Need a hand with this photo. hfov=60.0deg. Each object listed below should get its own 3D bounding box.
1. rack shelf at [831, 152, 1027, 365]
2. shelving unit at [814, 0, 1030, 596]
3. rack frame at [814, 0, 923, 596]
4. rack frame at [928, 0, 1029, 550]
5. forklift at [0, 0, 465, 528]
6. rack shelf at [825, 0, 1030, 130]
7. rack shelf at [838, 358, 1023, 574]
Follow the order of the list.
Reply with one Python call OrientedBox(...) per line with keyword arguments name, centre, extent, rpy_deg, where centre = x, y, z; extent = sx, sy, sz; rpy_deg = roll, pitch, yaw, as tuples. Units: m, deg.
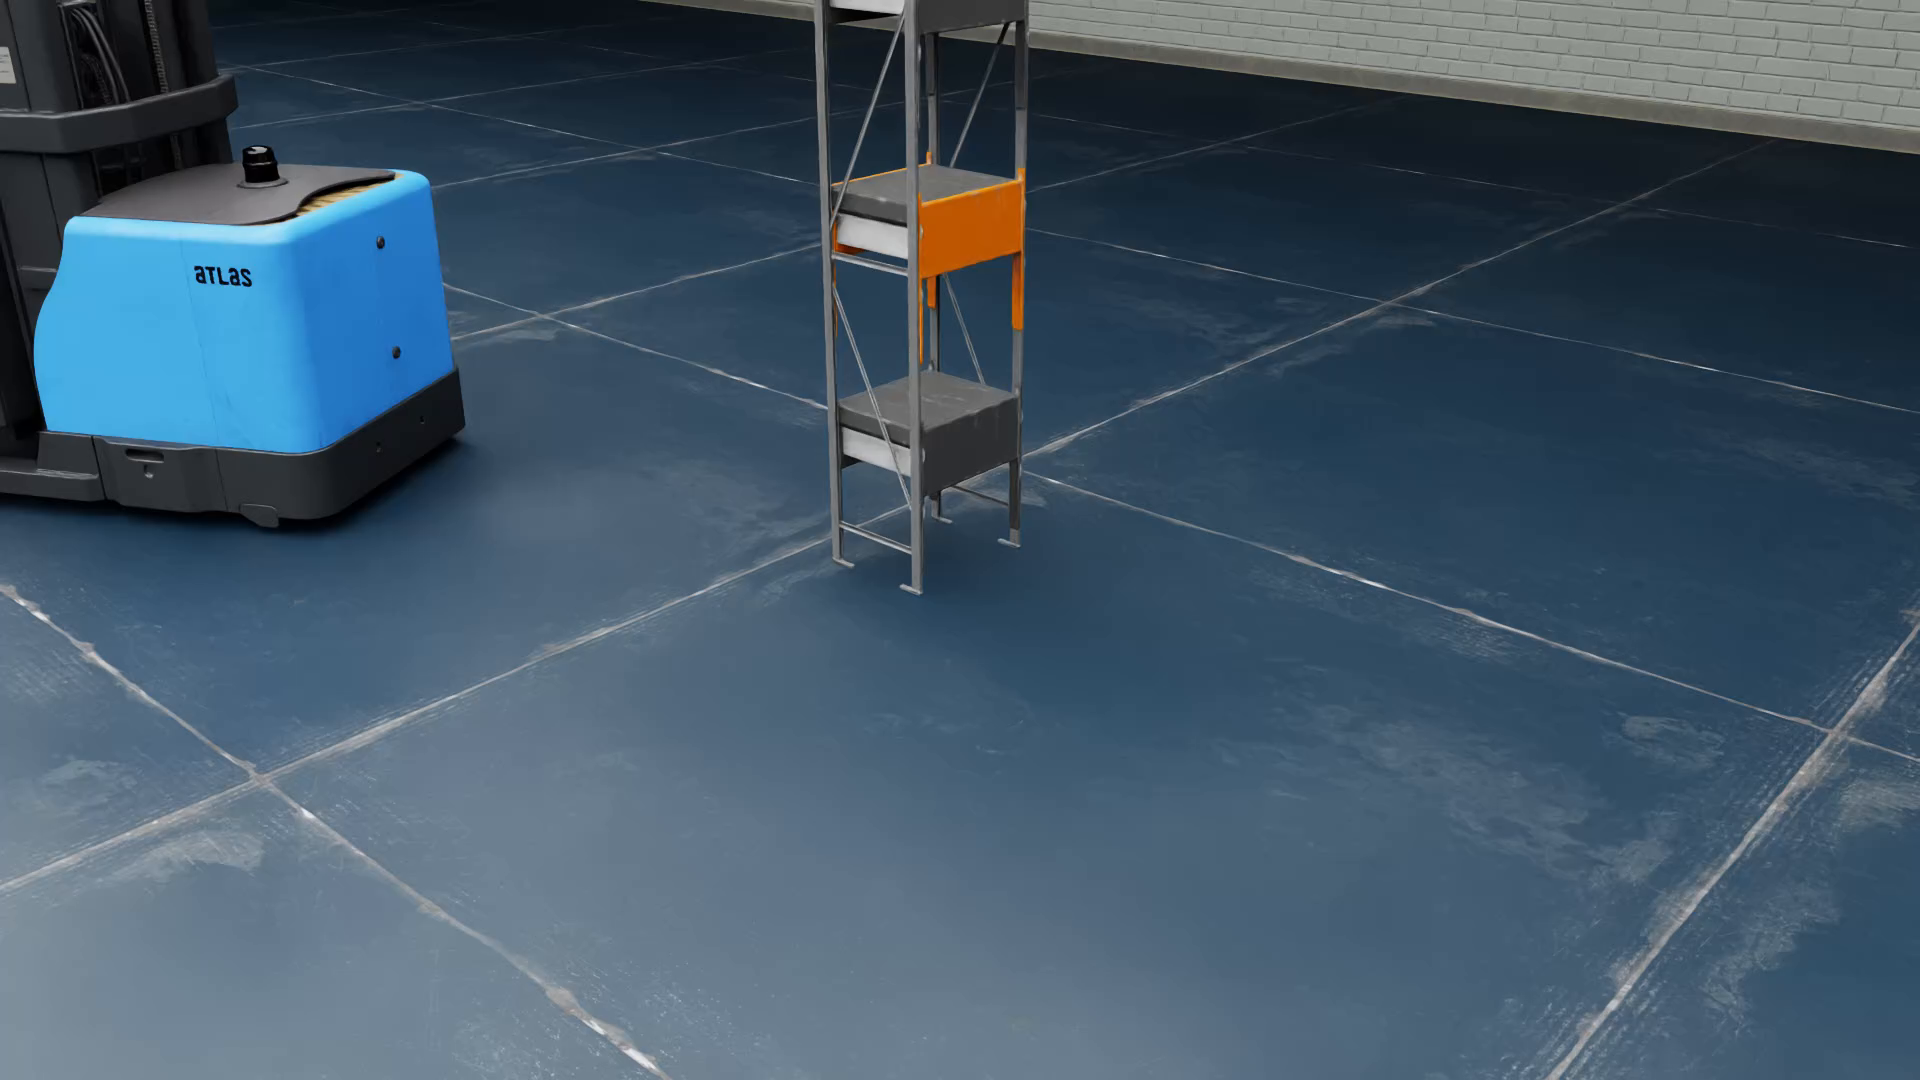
OrientedBox(name="rack shelf", centre=(-0.110, -0.895, 5.214), extent=(0.431, 0.518, 0.480), rpy_deg=(20, 31, 38))
OrientedBox(name="shelving unit", centre=(-0.110, -0.908, 5.208), extent=(0.431, 2.100, 0.503), rpy_deg=(20, 31, 38))
OrientedBox(name="rack frame", centre=(-0.273, -0.833, 5.042), extent=(0.400, 2.100, 0.015), rpy_deg=(20, 31, 38))
OrientedBox(name="rack frame", centre=(0.052, -0.982, 5.374), extent=(0.400, 2.100, 0.015), rpy_deg=(20, 31, 38))
OrientedBox(name="forklift", centre=(-3.529, -1.685, 5.926), extent=(3.031, 2.935, 1.130), rpy_deg=(6, 25, 12))
OrientedBox(name="rack shelf", centre=(-0.110, -1.534, 4.927), extent=(0.431, 0.518, 0.480), rpy_deg=(20, 31, 38))
OrientedBox(name="rack shelf", centre=(-0.110, -0.256, 5.500), extent=(0.431, 0.518, 0.480), rpy_deg=(20, 31, 38))
